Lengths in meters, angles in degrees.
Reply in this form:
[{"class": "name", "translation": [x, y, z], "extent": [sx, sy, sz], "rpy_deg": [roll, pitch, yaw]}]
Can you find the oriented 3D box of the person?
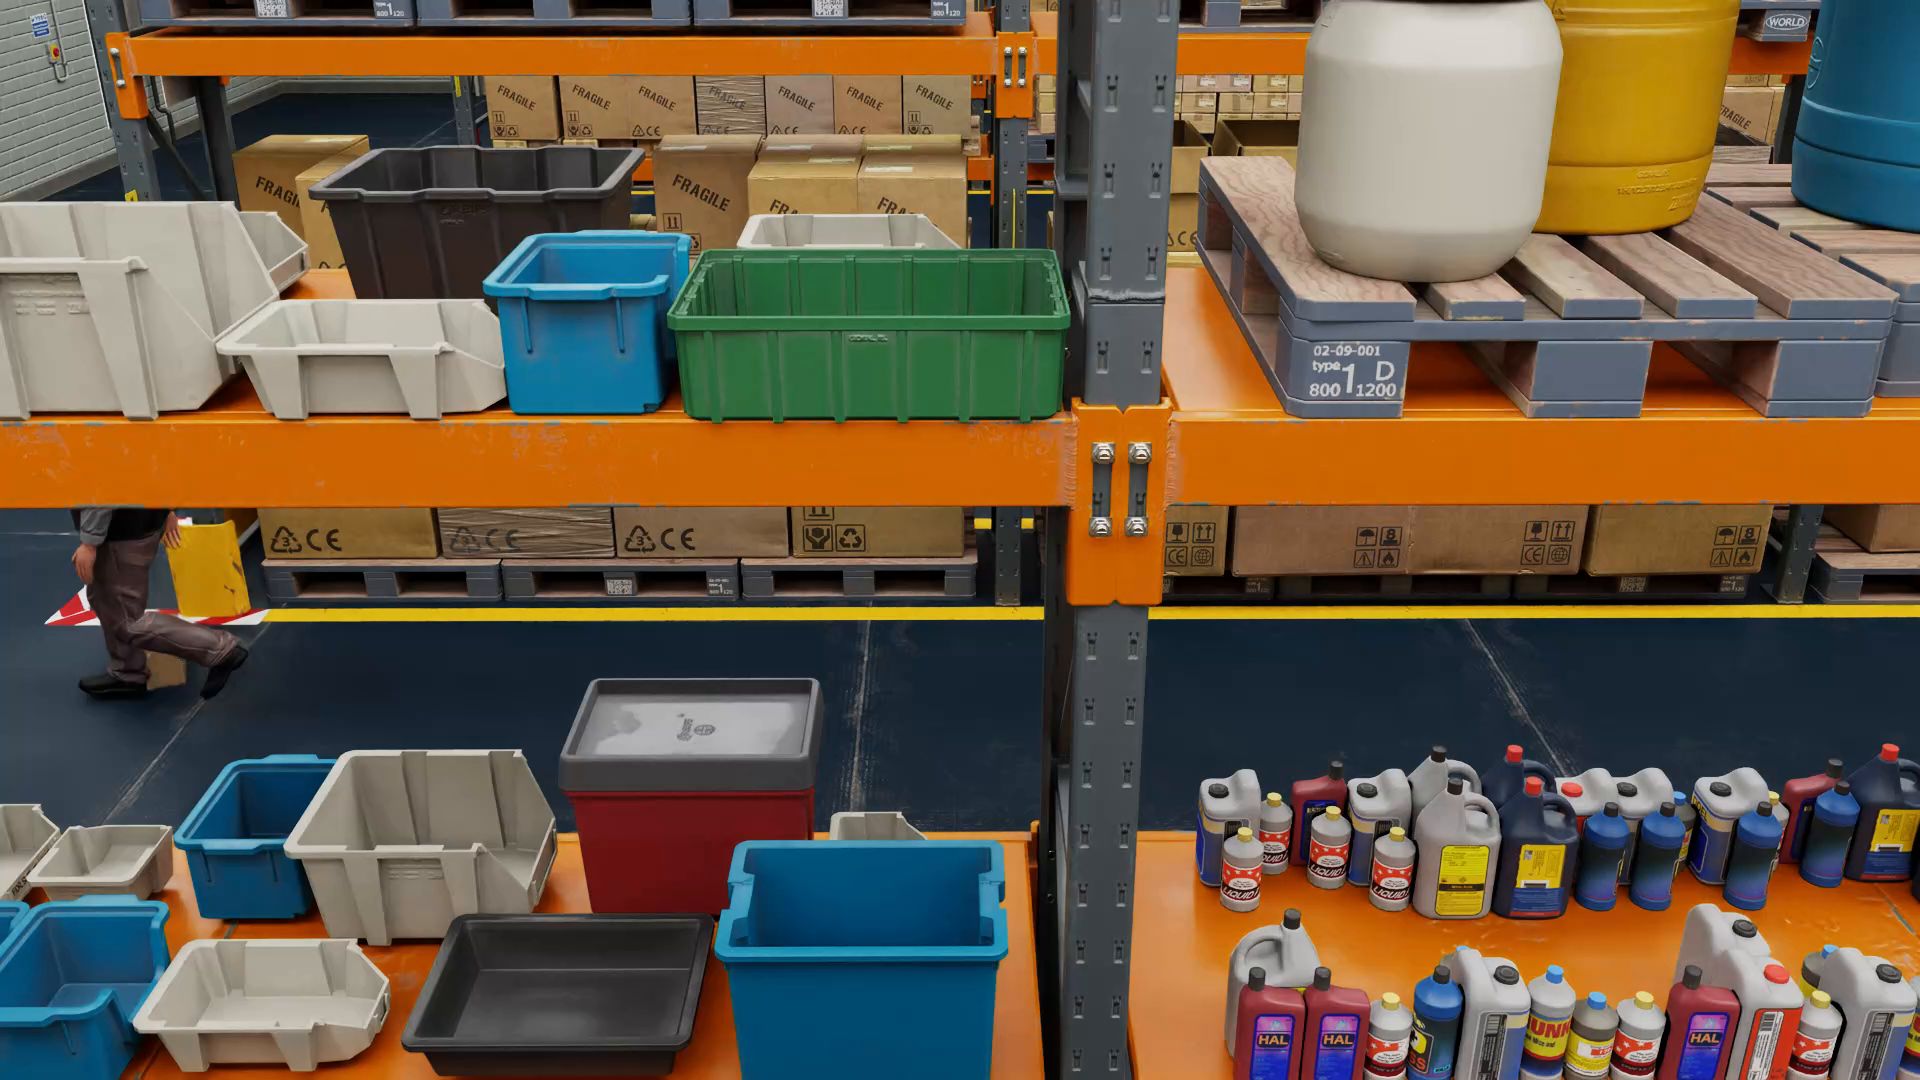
[{"class": "person", "translation": [-3.600, -0.049, 7.226], "extent": [0.831, 1.689, 0.541], "rpy_deg": [-3, 24, -8]}]
